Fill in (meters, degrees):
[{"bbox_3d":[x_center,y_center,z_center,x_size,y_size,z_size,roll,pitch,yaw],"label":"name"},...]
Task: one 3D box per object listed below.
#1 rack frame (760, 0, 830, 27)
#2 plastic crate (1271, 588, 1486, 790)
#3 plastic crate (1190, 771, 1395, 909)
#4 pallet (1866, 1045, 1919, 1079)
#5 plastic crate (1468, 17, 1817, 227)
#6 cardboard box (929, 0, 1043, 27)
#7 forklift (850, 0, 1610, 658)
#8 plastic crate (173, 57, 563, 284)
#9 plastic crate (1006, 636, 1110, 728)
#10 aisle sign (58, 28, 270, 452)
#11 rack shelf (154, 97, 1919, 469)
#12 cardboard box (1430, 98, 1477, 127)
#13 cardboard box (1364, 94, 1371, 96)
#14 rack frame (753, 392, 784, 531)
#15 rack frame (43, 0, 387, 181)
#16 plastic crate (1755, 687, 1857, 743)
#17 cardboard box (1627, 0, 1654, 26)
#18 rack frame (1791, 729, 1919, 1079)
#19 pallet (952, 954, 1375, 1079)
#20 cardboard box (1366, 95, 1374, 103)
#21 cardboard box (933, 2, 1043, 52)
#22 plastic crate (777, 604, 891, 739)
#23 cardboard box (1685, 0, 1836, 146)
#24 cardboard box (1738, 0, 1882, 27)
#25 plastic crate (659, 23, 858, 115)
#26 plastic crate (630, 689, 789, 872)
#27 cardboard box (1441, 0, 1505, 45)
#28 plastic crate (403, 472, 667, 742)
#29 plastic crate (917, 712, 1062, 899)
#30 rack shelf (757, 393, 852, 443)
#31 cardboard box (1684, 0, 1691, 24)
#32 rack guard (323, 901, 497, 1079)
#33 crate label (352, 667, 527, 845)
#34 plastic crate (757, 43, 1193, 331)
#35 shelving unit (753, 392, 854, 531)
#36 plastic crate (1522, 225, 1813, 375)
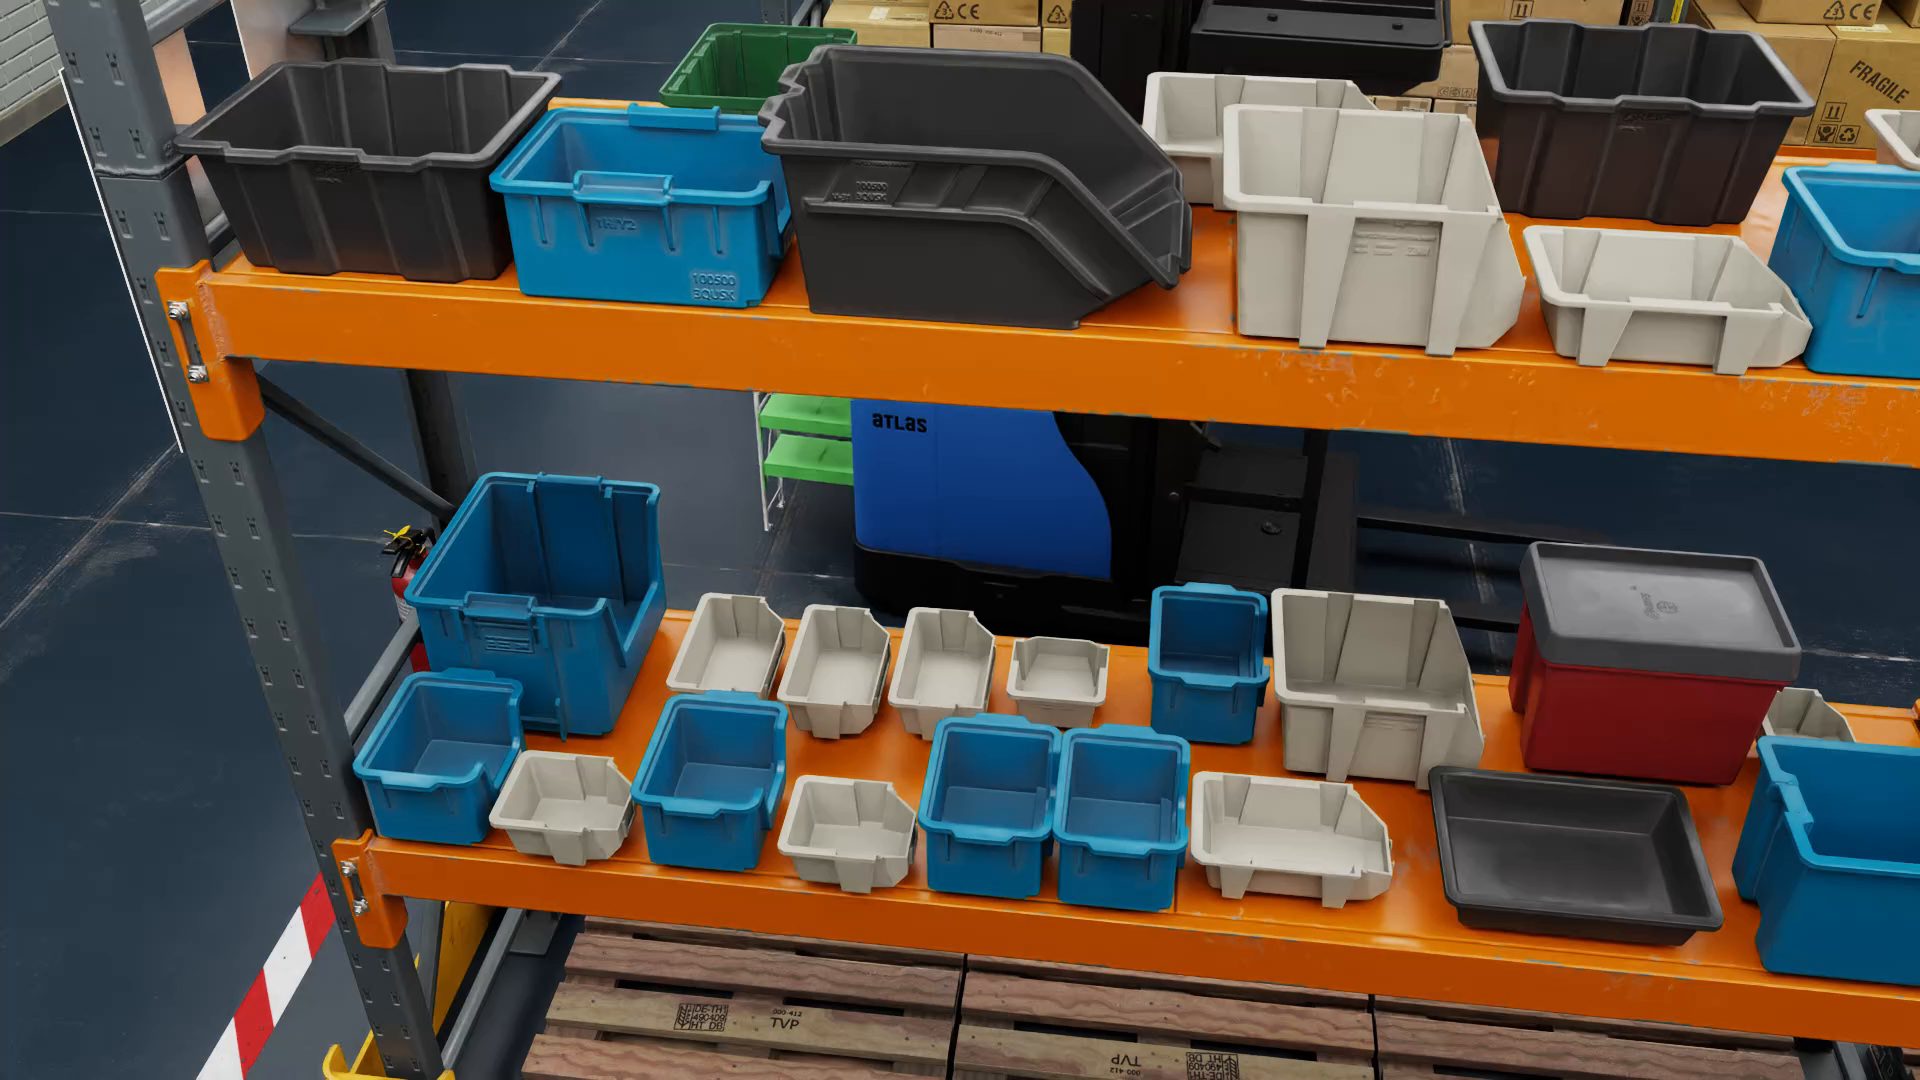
[{"bbox_3d":[-0.805,-2.572,8.272,0.127,3.000,1.000,4,36,6],"label":"rack frame"},{"bbox_3d":[1.041,0.382,4.183,0.530,0.282,0.437,4,36,6],"label":"plastic crate"},{"bbox_3d":[0.766,0.705,3.856,0.466,0.136,0.293,4,36,6],"label":"plastic crate"},{"bbox_3d":[3.292,1.794,4.555,1.213,0.211,1.003,4,36,6],"label":"pallet"},{"bbox_3d":[1.335,-0.840,3.375,0.590,0.269,0.497,4,36,6],"label":"plastic crate"},{"bbox_3d":[0.133,-2.709,7.692,0.500,0.500,0.500,3,36,5],"label":"cardboard box"},{"bbox_3d":[1.136,-1.021,6.157,3.031,2.935,1.130,7,36,10],"label":"forklift"},{"bbox_3d":[-1.089,-0.697,3.175,0.590,0.269,0.497,4,36,6],"label":"plastic crate"},{"bbox_3d":[0.257,0.368,4.328,0.250,0.136,0.298,4,36,6],"label":"plastic crate"},{"bbox_3d":[-1.545,-0.611,3.286,0.004,0.787,0.394,4,36,6],"label":"aisle sign"},{"bbox_3d":[0.548,-0.499,3.404,4.000,0.370,1.077,4,36,6],"label":"rack shelf"},{"bbox_3d":[2.309,-2.046,7.751,0.250,0.149,0.380,4,36,5],"label":"cardboard box"},{"bbox_3d":[1.671,-2.292,7.753,0.500,0.250,0.500,5,36,7],"label":"cardboard box"},{"bbox_3d":[-0.825,-0.595,7.051,0.015,1.200,0.240,7,36,10],"label":"rack frame"},{"bbox_3d":[-1.436,-2.160,2.531,0.127,3.000,1.000,4,36,6],"label":"rack frame"},{"bbox_3d":[2.088,0.544,4.081,0.243,0.136,0.396,4,36,6],"label":"plastic crate"},{"bbox_3d":[5.119,-4.035,12.111,0.500,0.500,0.500,6,36,8],"label":"cardboard box"},{"bbox_3d":[2.532,0.578,3.859,0.127,3.000,1.000,4,36,6],"label":"rack frame"},{"bbox_3d":[0.584,1.592,4.838,1.213,0.211,1.003,4,36,6],"label":"pallet"},{"bbox_3d":[1.798,-2.084,7.804,0.250,0.149,0.380,5,36,7],"label":"cardboard box"},{"bbox_3d":[0.153,-2.407,7.913,0.500,0.250,0.500,4,36,5],"label":"cardboard box"},{"bbox_3d":[-0.318,0.350,4.352,0.243,0.136,0.396,4,36,6],"label":"plastic crate"},{"bbox_3d":[3.587,-2.139,7.579,0.500,0.500,0.500,4,36,6],"label":"cardboard box"},{"bbox_3d":[3.797,-2.683,7.477,0.637,0.503,0.797,3,36,5],"label":"cardboard box"},{"bbox_3d":[-0.421,-0.945,3.592,0.336,0.188,0.450,4,36,6],"label":"plastic crate"},{"bbox_3d":[-0.580,0.582,3.945,0.300,0.233,0.416,4,36,6],"label":"plastic crate"},{"bbox_3d":[2.176,-2.561,7.484,0.500,0.500,0.500,5,36,6],"label":"cardboard box"},{"bbox_3d":[-1.080,0.160,4.362,0.499,0.435,0.616,4,36,6],"label":"plastic crate"},{"bbox_3d":[0.073,0.631,3.877,0.300,0.233,0.416,4,36,6],"label":"plastic crate"},{"bbox_3d":[-0.587,-0.513,7.046,0.480,0.148,0.258,7,36,10],"label":"rack shelf"},{"bbox_3d":[3.661,-2.440,8.000,0.500,0.500,0.500,4,36,6],"label":"cardboard box"},{"bbox_3d":[-1.461,1.305,4.992,0.348,0.500,1.175,4,36,6],"label":"rack guard"},{"bbox_3d":[-1.233,0.533,4.013,0.303,0.233,0.416,4,36,6],"label":"crate label"},{"bbox_3d":[0.045,-0.643,3.040,0.767,0.338,0.504,4,36,6],"label":"plastic crate"},{"bbox_3d":[-0.587,-0.565,7.009,0.503,1.200,0.258,7,36,10],"label":"shelving unit"},{"bbox_3d":[1.222,-0.411,2.889,0.466,0.136,0.293,4,36,6],"label":"plastic crate"}]
